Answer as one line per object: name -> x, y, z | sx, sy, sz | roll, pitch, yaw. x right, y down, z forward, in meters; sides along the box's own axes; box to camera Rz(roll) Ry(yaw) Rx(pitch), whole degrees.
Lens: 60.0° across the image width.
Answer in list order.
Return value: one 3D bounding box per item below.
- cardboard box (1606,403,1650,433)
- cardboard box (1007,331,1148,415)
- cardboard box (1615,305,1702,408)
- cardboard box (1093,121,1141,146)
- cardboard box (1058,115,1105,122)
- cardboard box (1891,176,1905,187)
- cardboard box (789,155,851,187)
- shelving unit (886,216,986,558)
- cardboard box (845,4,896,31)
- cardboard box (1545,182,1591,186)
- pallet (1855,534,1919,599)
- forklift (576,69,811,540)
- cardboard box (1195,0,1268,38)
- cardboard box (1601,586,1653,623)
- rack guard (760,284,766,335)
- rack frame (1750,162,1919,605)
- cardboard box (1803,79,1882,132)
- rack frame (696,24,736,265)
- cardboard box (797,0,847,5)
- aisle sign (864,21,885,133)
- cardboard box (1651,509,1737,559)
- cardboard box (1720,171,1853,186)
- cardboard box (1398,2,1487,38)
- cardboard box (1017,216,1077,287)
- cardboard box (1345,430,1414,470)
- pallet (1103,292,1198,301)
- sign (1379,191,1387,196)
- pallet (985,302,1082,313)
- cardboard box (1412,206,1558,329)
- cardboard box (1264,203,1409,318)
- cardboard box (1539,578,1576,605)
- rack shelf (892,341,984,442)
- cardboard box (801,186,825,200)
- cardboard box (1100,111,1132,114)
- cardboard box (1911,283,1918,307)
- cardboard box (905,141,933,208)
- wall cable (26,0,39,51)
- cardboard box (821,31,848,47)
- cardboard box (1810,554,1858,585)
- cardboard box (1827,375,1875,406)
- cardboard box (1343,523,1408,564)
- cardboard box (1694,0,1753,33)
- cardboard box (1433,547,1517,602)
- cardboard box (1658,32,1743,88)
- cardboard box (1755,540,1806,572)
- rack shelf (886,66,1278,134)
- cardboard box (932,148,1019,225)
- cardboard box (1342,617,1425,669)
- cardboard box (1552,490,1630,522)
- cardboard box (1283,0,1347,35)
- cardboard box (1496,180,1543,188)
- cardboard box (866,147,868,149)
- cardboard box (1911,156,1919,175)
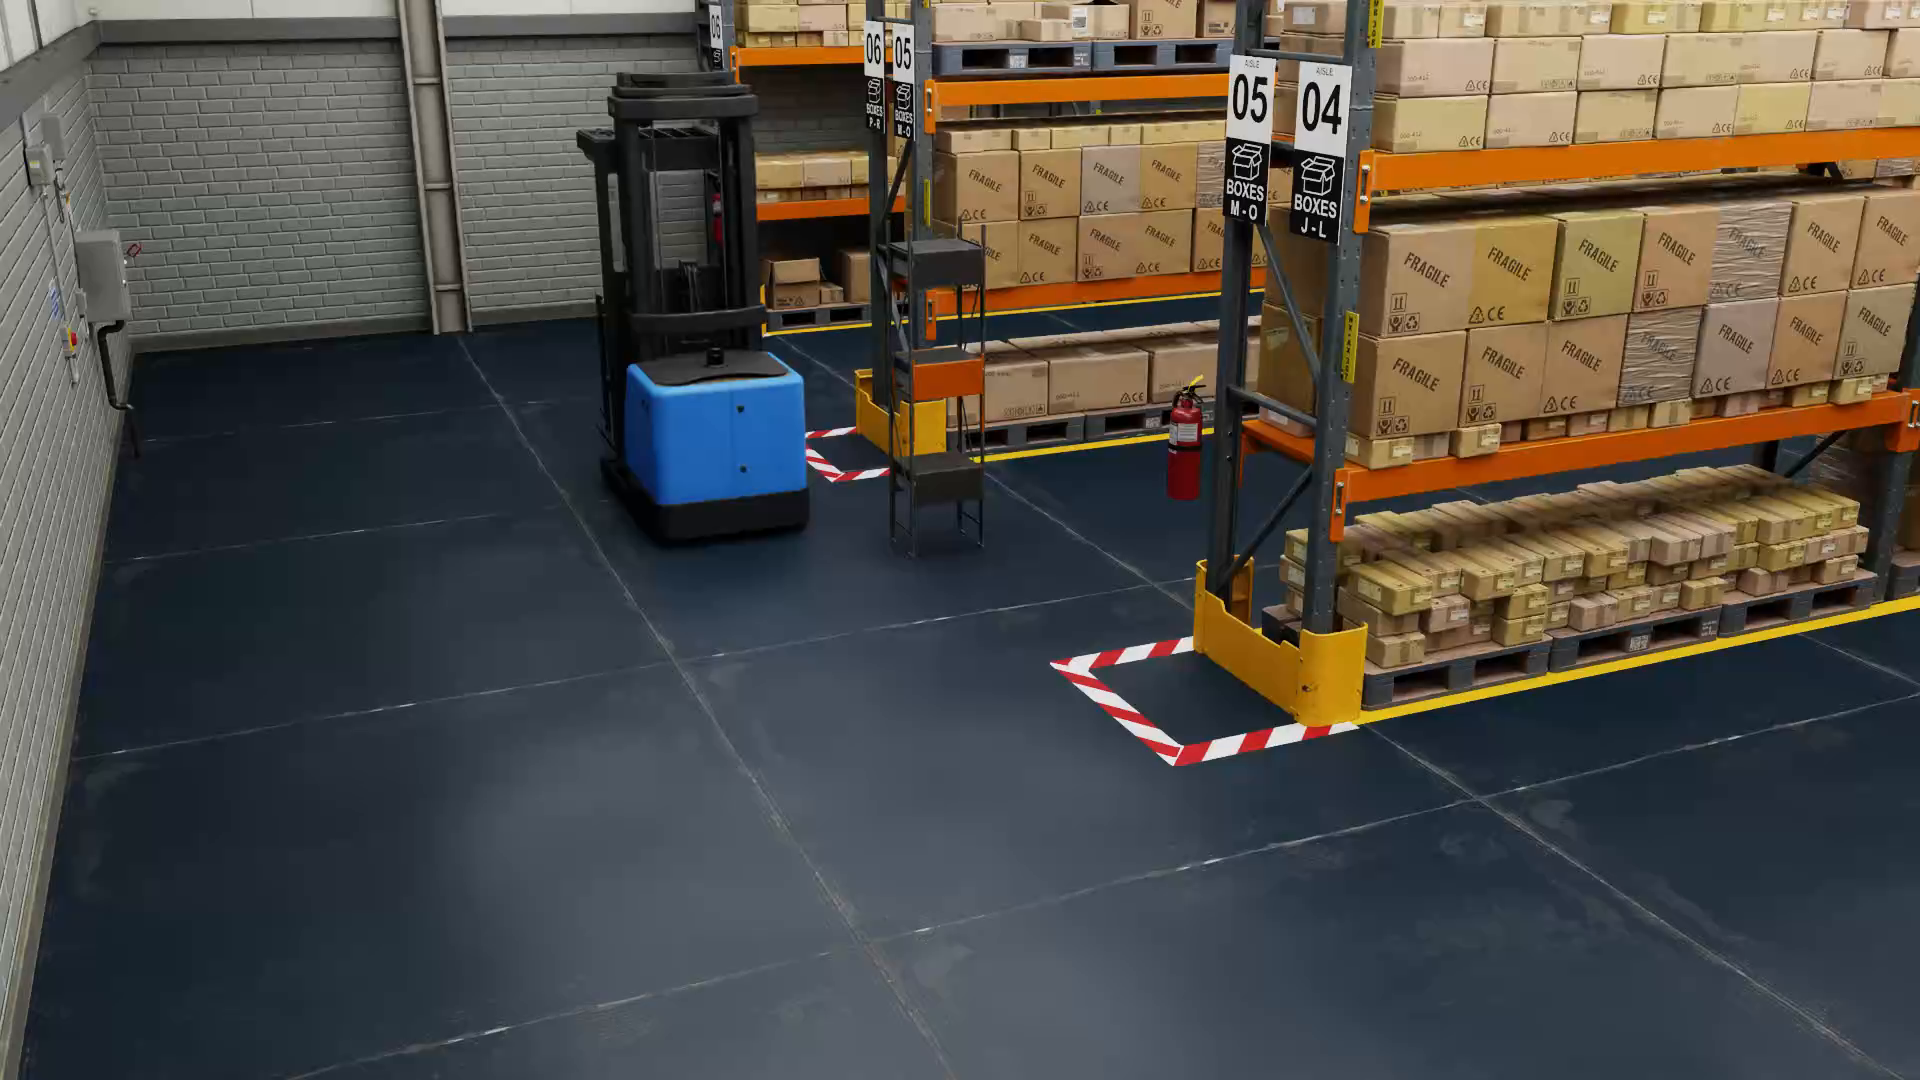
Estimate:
cardboard box -> 3.441, -0.701, 8.875 | 0.250, 0.149, 0.380 | -7, 21, -20
cardboard box -> 0.951, -1.382, 13.657 | 0.875, 0.438, 0.875 | -8, 21, -20
cardboard box -> 3.525, -1.026, 8.822 | 0.500, 0.500, 0.500 | -9, 21, -23
cardboard box -> 1.180, -3.106, 12.693 | 0.250, 0.149, 0.380 | -8, 21, -21
cardboard box -> 0.948, -3.270, 13.160 | 0.250, 0.149, 0.380 | -8, 21, -21
cardboard box -> 8.978, -3.526, 16.265 | 0.250, 0.149, 0.380 | -9, 21, -24
cardboard box -> -1.436, -3.779, 17.017 | 0.500, 0.250, 0.500 | -8, 21, -21
shelving unit -> -0.152, -0.969, 10.611 | 0.503, 2.100, 0.431 | -8, 21, -22
cardboard box -> -0.973, -5.262, 16.711 | 0.500, 0.250, 0.500 | -9, 21, -24
cardboard box -> 5.141, -3.018, 14.551 | 0.500, 0.250, 0.500 | -9, 21, -24
pallet -> 5.988, 0.030, 10.619 | 1.213, 0.211, 1.003 | -8, 21, -22
forklift -> -2.028, -1.832, 11.812 | 1.130, 2.935, 3.031 | -8, 21, -21
cardboard box -> 1.995, -4.200, 12.980 | 0.637, 0.503, 0.797 | -6, 20, -18
cardboard box -> 3.624, 0.311, 9.281 | 0.250, 0.149, 0.380 | -8, 21, -22
rack guard -> -2.352, -2.497, 17.360 | 0.348, 0.500, 1.175 | -8, 21, -22
rack frame -> 5.274, -1.183, 9.864 | 0.127, 3.000, 1.000 | -8, 21, -22
cardboard box -> 4.467, -2.318, 8.797 | 0.500, 0.250, 0.500 | -8, 21, -22
rack frame -> -2.422, -3.666, 16.917 | 0.127, 3.000, 1.000 | -8, 21, -22
cardboard box -> -1.440, -5.429, 16.433 | 0.500, 0.250, 0.500 | -8, 21, -22
aisle sign -> -0.641, -3.464, 12.429 | 0.004, 0.787, 0.394 | -8, 21, -22
cardboard box -> 4.125, -0.036, 9.371 | 0.250, 0.149, 0.380 | -9, 21, -25
cardboard box -> 4.763, -1.857, 9.674 | 0.500, 0.500, 0.500 | -8, 21, -21
cardboard box -> 2.230, -2.426, 7.751 | 0.250, 0.149, 0.380 | -7, 21, -20
cardboard box -> 0.556, -2.250, 12.746 | 0.500, 0.500, 0.500 | -8, 21, -23
cardboard box -> 2.028, -0.481, 8.248 | 0.250, 0.149, 0.380 | -8, 21, -22
pallet -> 1.983, -2.995, 19.211 | 1.213, 0.211, 1.003 | -8, 21, -22
sign -> 3.442, -2.955, 13.477 | 0.005, 0.325, 0.100 | -8, 21, -22
pallet -> 0.620, -2.787, 18.619 | 1.213, 0.211, 1.003 | -8, 21, -22
cardboard box -> 2.579, -1.362, 8.269 | 0.500, 0.500, 0.500 | -8, 21, -20
cardboard box -> 1.923, -1.452, 8.524 | 0.500, 0.500, 0.500 | -9, 21, -23
cardboard box -> 3.132, 0.217, 9.102 | 0.250, 0.149, 0.380 | -9, 21, -25
rack shelf -> -0.152, -0.956, 10.616 | 0.480, 0.518, 0.431 | -8, 21, -22
cardboard box -> -1.569, -3.600, 17.107 | 0.250, 0.149, 0.380 | -8, 21, -23
cardboard box -> 1.784, -4.433, 18.312 | 0.500, 0.500, 0.700 | -8, 21, -21
cardboard box -> 5.561, -1.515, 10.106 | 0.250, 0.149, 0.380 | -7, 21, -20
cardboard box -> -0.104, -2.807, 12.823 | 0.500, 0.500, 0.500 | -7, 21, -20
wall cable -> -5.859, -4.378, 9.906 | 0.029, 3.000, 2.355 | -8, 21, -22
cardboard box -> -1.295, -5.006, 16.584 | 0.250, 0.149, 0.380 | -8, 21, -21
cardboard box -> 5.049, 0.120, 9.826 | 0.250, 0.149, 0.380 | -8, 21, -21
cardboard box -> 4.911, -0.888, 9.406 | 0.250, 0.149, 0.380 | -9, 21, -23
cardboard box -> 2.240, 0.047, 9.136 | 0.250, 0.149, 0.380 | -8, 21, -21
cardboard box -> 3.693, -2.608, 8.270 | 0.250, 0.149, 0.380 | -9, 21, -23
cardboard box -> 2.704, 0.177, 8.766 | 0.250, 0.149, 0.380 | -8, 21, -22
cardboard box -> 3.519, -2.414, 8.317 | 0.500, 0.250, 0.500 | -9, 21, -24
cardboard box -> 4.628, 0.042, 9.598 | 0.250, 0.149, 0.380 | -9, 21, -24
rack shelf -> 1.384, -3.491, 12.988 | 4.000, 0.370, 1.077 | -8, 21, -22
cardboard box -> 0.101, -2.648, 12.369 | 0.500, 0.500, 0.500 | -9, 21, -23
cardboard box -> 2.209, 0.519, 8.692 | 0.250, 0.149, 0.380 | -8, 21, -21
cardboard box -> 3.673, -0.157, 9.716 | 0.250, 0.149, 0.380 | -9, 21, -24
cardboard box -> 1.790, -2.558, 8.126 | 0.250, 0.149, 0.380 | -8, 21, -22
cardboard box -> 4.656, -3.308, 14.246 | 0.500, 0.500, 0.500 | -9, 21, -23
cardboard box -> -0.694, -4.077, 17.862 | 0.500, 0.250, 0.500 | -8, 21, -22
cardboard box -> 9.302, -3.854, 16.221 | 0.500, 0.500, 0.500 | -7, 21, -20
